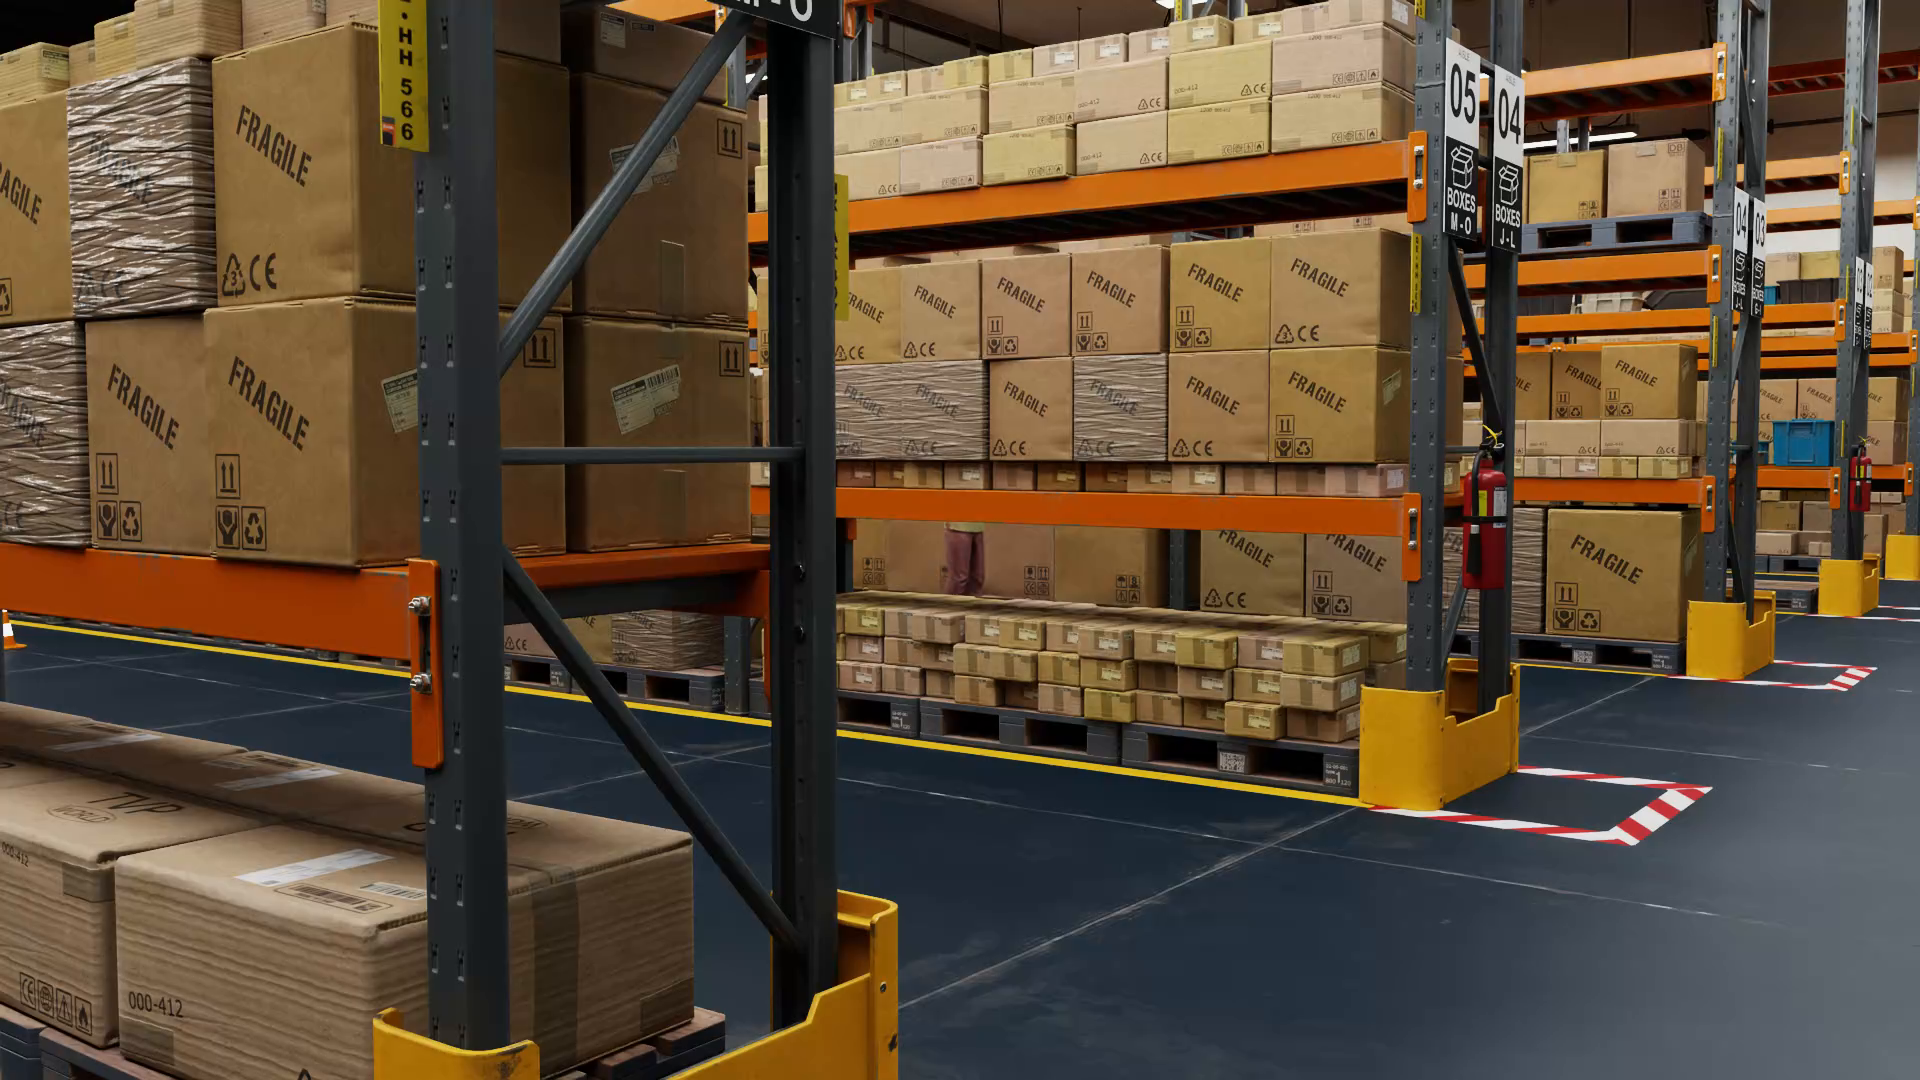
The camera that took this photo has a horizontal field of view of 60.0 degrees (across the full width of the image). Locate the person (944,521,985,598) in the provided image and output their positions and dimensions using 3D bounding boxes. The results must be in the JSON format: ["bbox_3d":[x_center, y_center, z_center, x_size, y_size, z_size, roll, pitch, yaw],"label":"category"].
[{"bbox_3d":[0.029,-0.055,13.154,0.358,1.673,0.441,2,4,37],"label":"person"}]
